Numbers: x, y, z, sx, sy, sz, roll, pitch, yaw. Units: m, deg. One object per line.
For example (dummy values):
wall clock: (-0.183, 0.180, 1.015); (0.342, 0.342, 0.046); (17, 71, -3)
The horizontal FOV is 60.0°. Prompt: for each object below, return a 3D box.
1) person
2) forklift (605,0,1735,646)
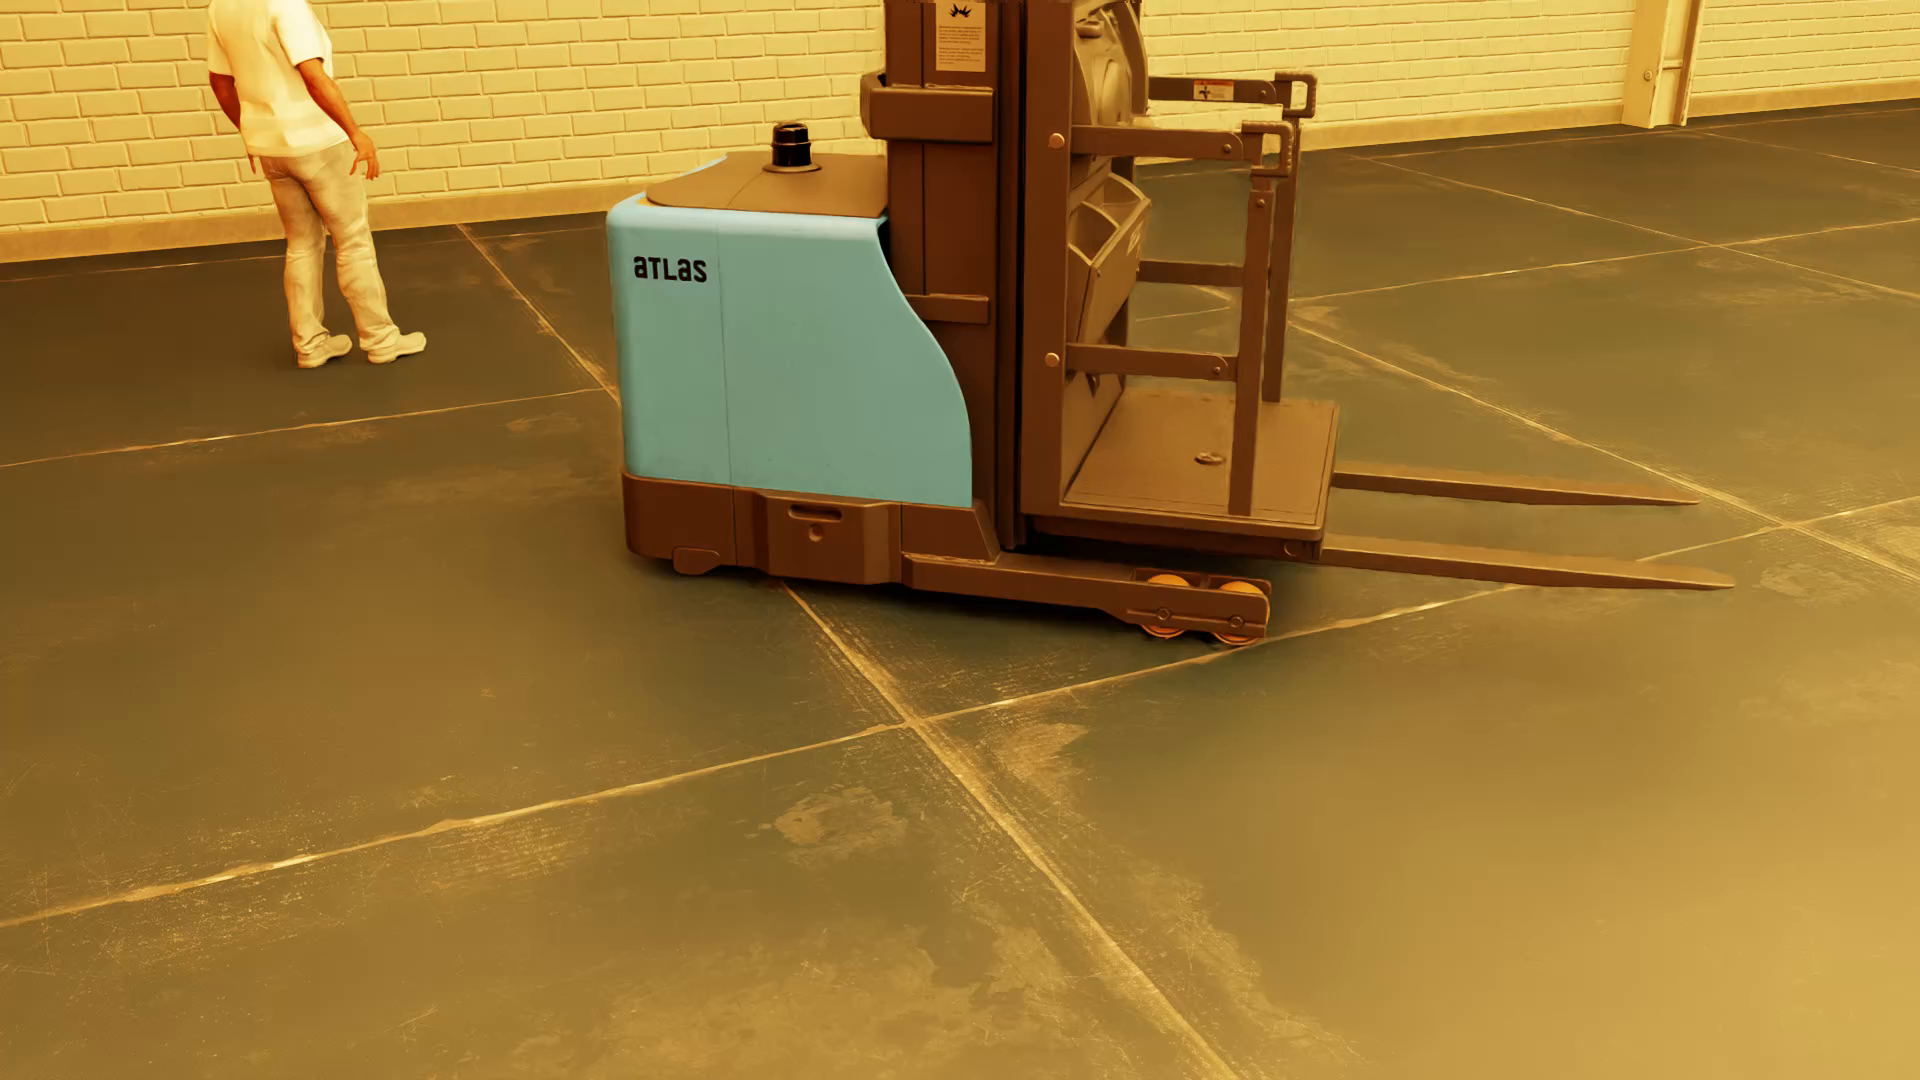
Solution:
person: (-2.560, -1.579, 6.617); (0.753, 1.760, 0.545); (11, 25, 25)
forklift: (0.595, -1.298, 4.410); (3.031, 2.935, 1.130); (6, 23, 13)
